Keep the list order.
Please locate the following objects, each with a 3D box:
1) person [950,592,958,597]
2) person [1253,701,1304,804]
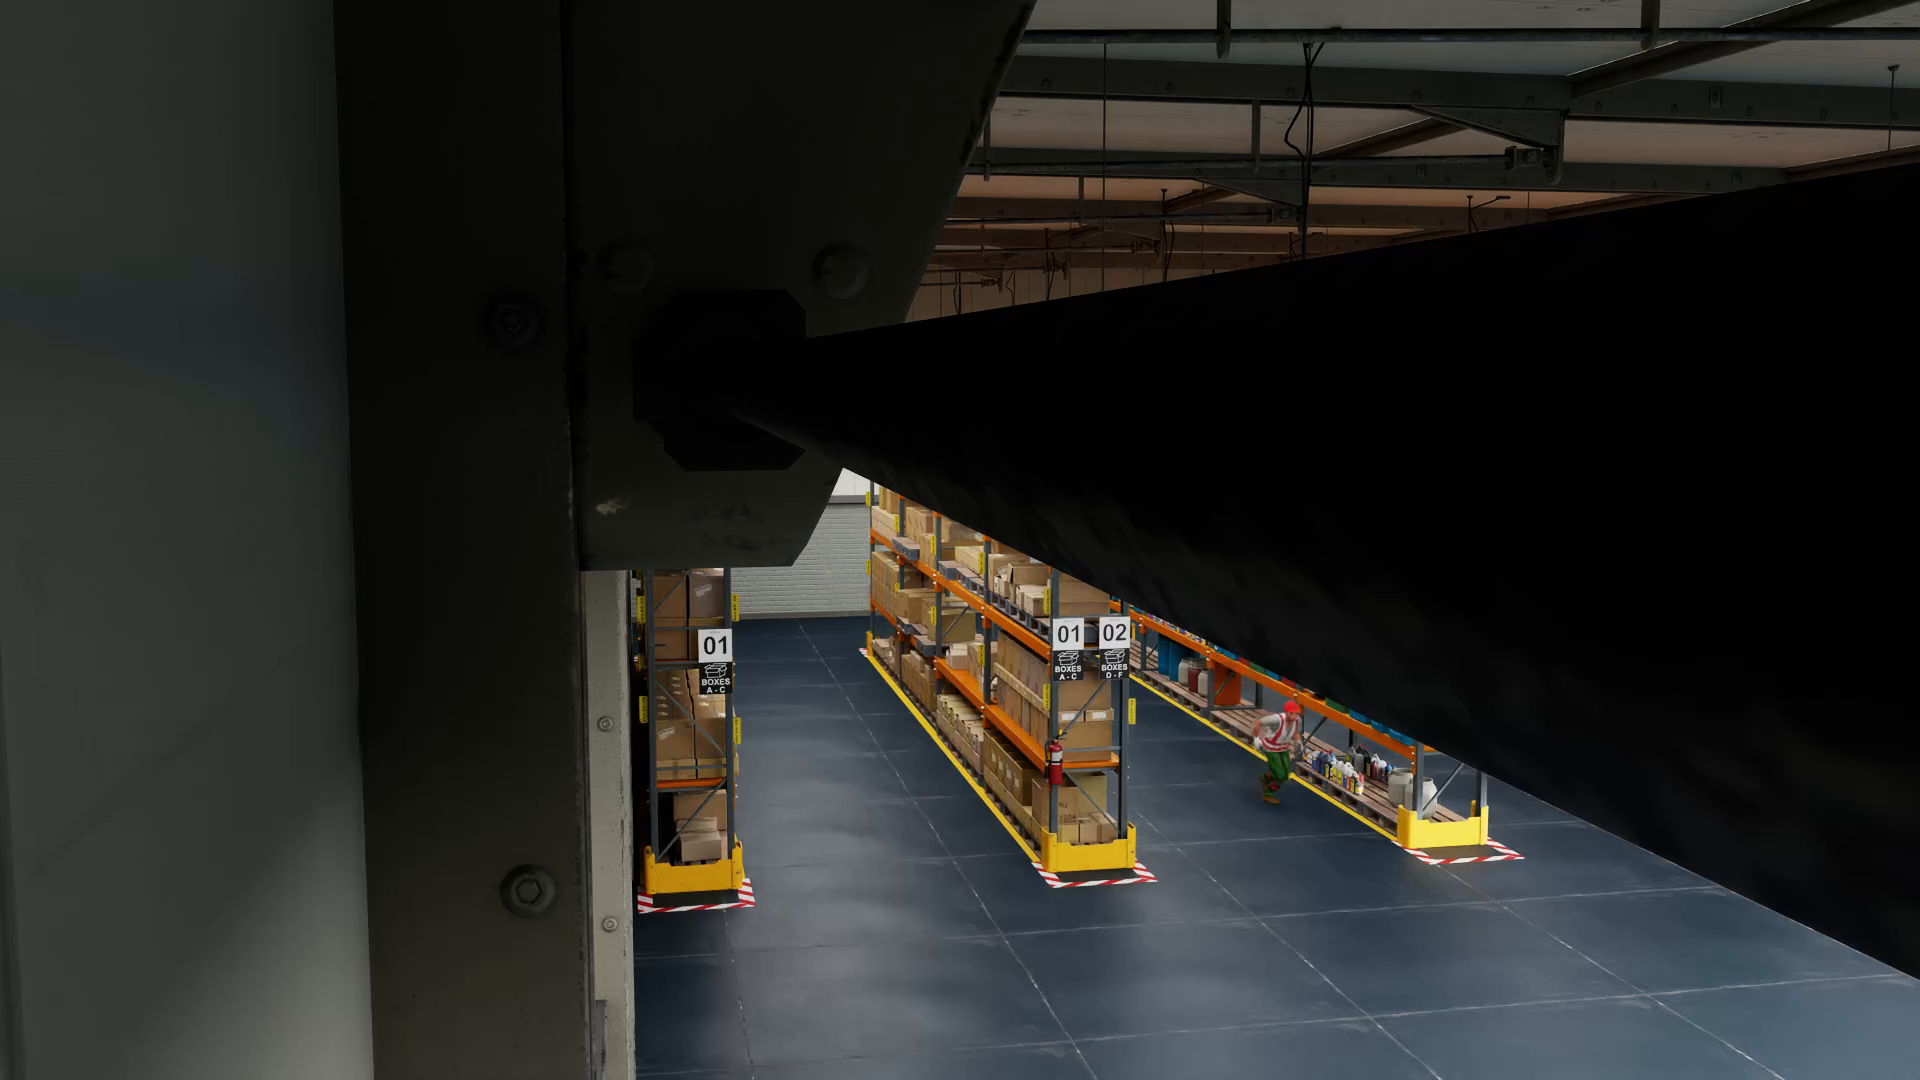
[{"bbox_3d":[-0.222,1.547,37.564,0.814,1.760,0.721,2,6,21],"label":"person"},{"bbox_3d":[4.563,3.054,23.885,0.693,1.586,0.833,-3,7,-24],"label":"person"}]
